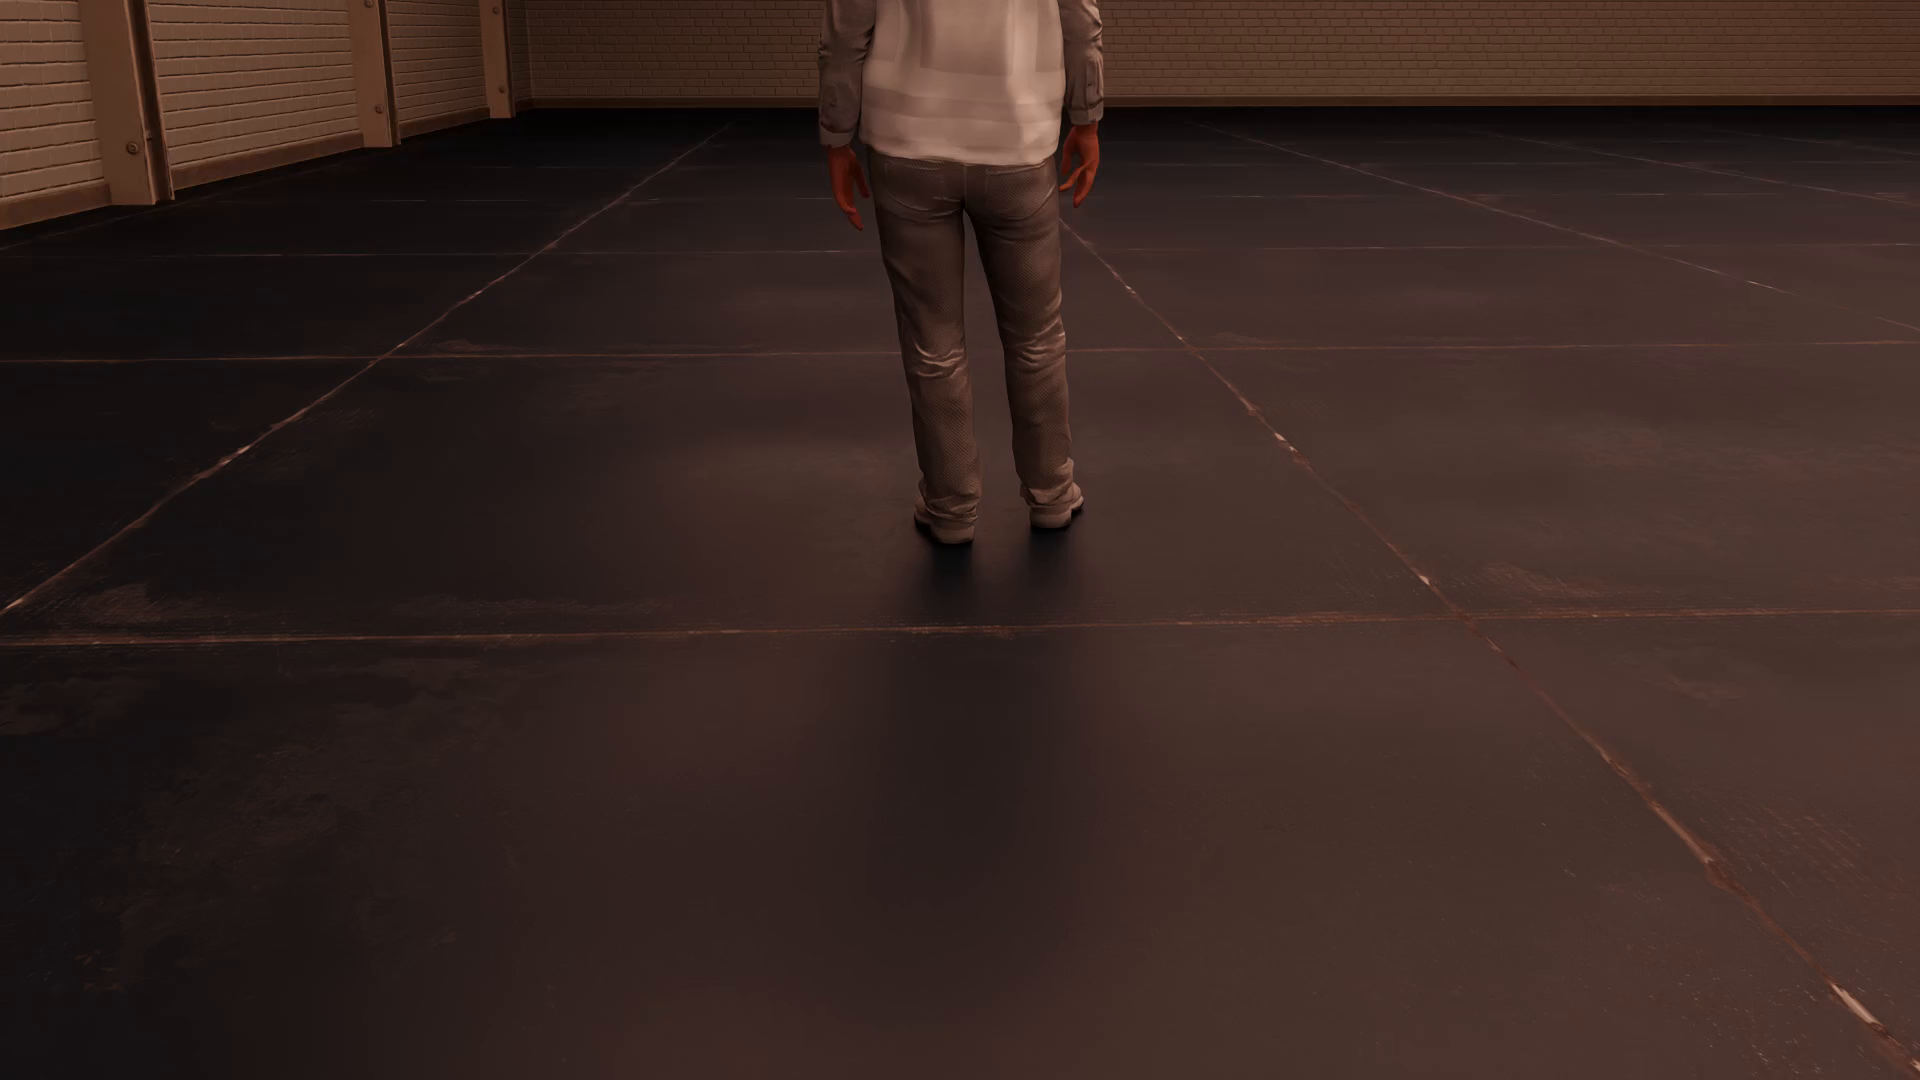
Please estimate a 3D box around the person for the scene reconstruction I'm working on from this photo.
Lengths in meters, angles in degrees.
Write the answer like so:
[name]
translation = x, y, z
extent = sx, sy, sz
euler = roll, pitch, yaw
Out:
[person]
translation = 0.005, -0.874, 3.716
extent = 0.632, 1.773, 0.568
euler = -1, 17, -3
